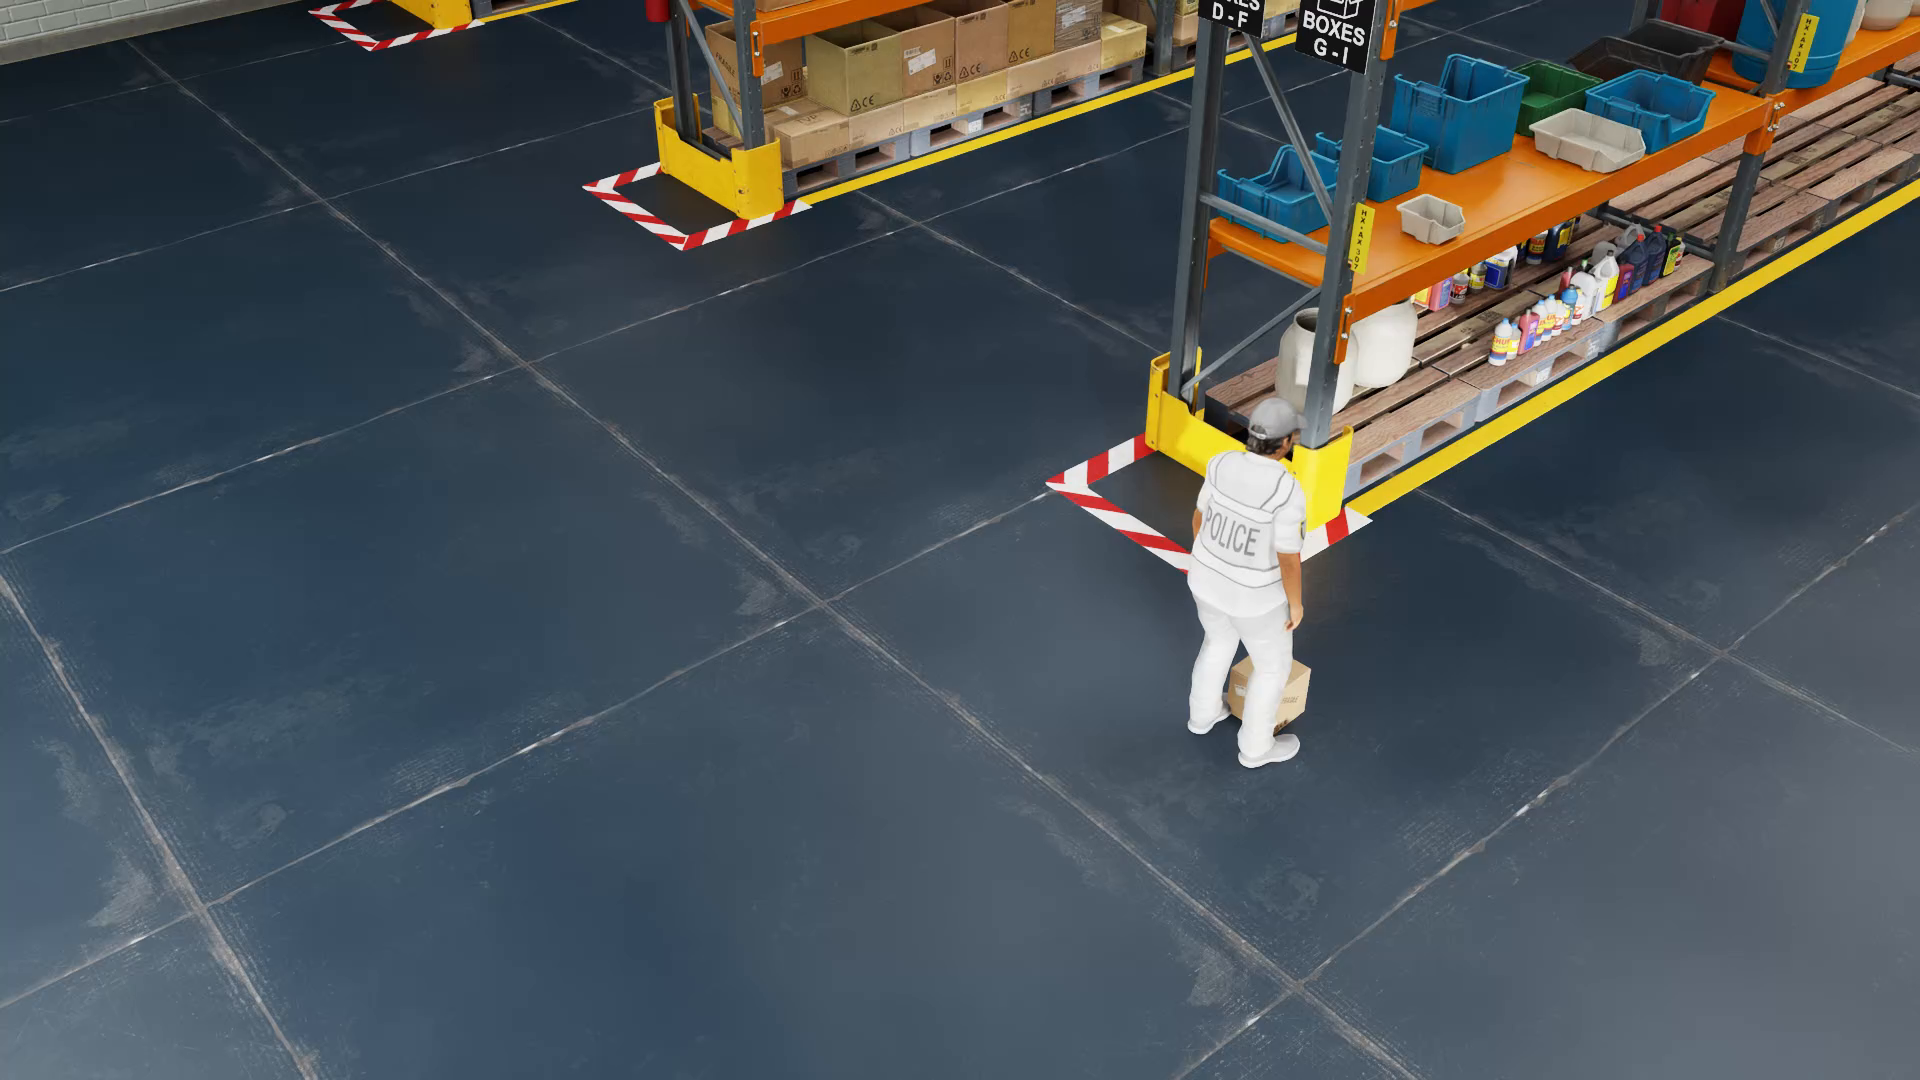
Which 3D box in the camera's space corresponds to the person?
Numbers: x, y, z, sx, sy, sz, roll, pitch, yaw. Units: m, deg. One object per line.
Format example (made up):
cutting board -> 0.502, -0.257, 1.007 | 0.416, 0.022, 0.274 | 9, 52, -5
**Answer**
person -> 1.198, 0.179, 6.826 | 0.467, 1.665, 0.555 | -29, 45, -34
